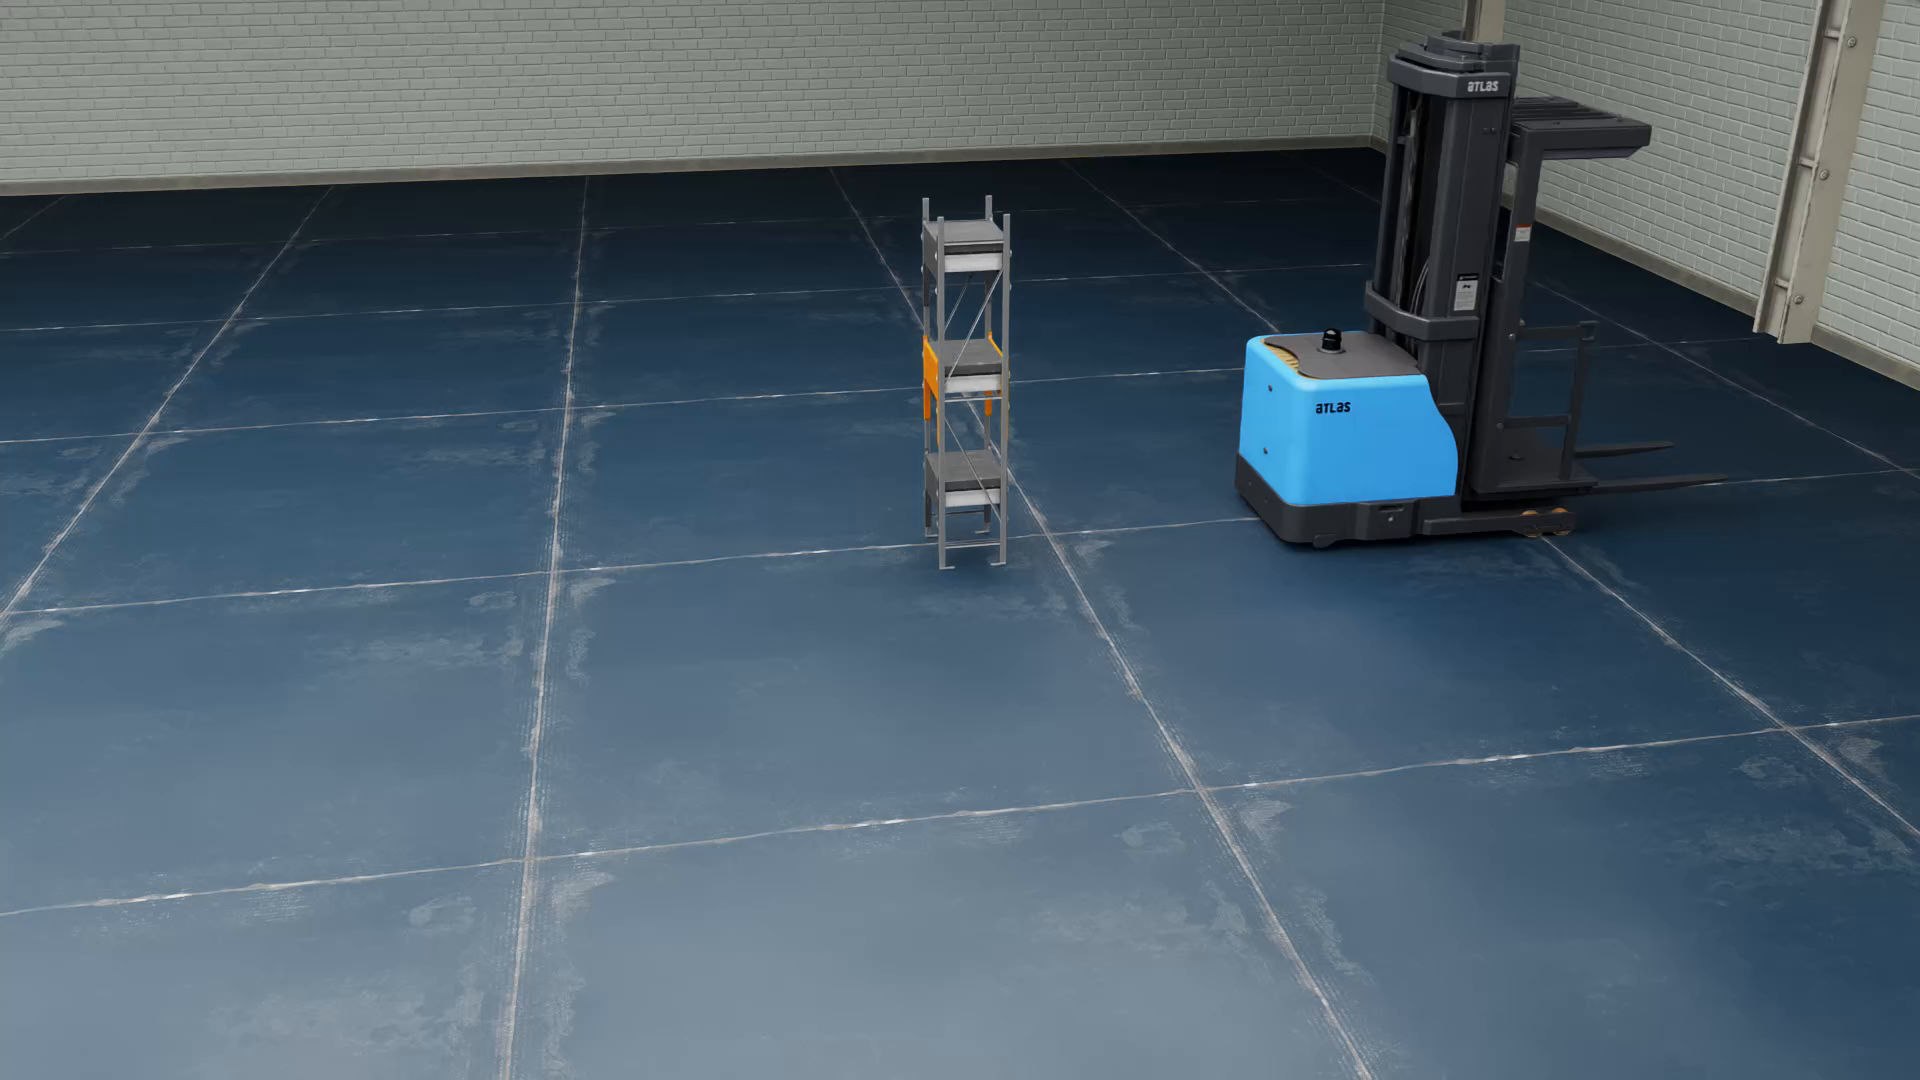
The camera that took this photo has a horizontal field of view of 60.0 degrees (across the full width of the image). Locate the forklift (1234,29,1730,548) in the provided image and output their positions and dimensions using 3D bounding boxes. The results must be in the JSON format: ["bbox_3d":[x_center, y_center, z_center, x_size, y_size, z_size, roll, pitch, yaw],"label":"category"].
[{"bbox_3d":[3.361,-1.562,10.165,3.031,2.935,1.130,-4,24,-9],"label":"forklift"}]

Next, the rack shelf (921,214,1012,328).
[{"bbox_3d":[0.031,-1.526,9.406,0.431,0.518,0.480,-4,24,-10],"label":"rack shelf"}]

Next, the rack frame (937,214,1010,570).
[{"bbox_3d":[0.076,-0.801,9.461,0.400,2.100,0.015,-4,24,-10],"label":"rack frame"}]

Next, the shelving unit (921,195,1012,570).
[{"bbox_3d":[0.031,-0.897,9.681,0.431,2.100,0.503,-4,24,-10],"label":"shelving unit"}]

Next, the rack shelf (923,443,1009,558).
[{"bbox_3d":[0.031,-0.243,9.966,0.431,0.518,0.480,-4,24,-10],"label":"rack shelf"}]

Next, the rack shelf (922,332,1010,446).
[{"bbox_3d":[0.031,-0.885,9.686,0.431,0.518,0.480,-4,24,-10],"label":"rack shelf"}]

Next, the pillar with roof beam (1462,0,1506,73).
[{"bbox_3d":[1.705,-7.910,17.118,9.100,9.000,0.400,-4,24,-10],"label":"pillar with roof beam"}]

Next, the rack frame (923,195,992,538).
[{"bbox_3d":[-0.015,-0.993,9.900,0.400,2.100,0.015,-4,24,-10],"label":"rack frame"}]

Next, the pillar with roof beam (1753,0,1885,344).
[{"bbox_3d":[2.814,-5.550,11.714,9.100,9.000,0.400,-4,24,-10],"label":"pillar with roof beam"}]
